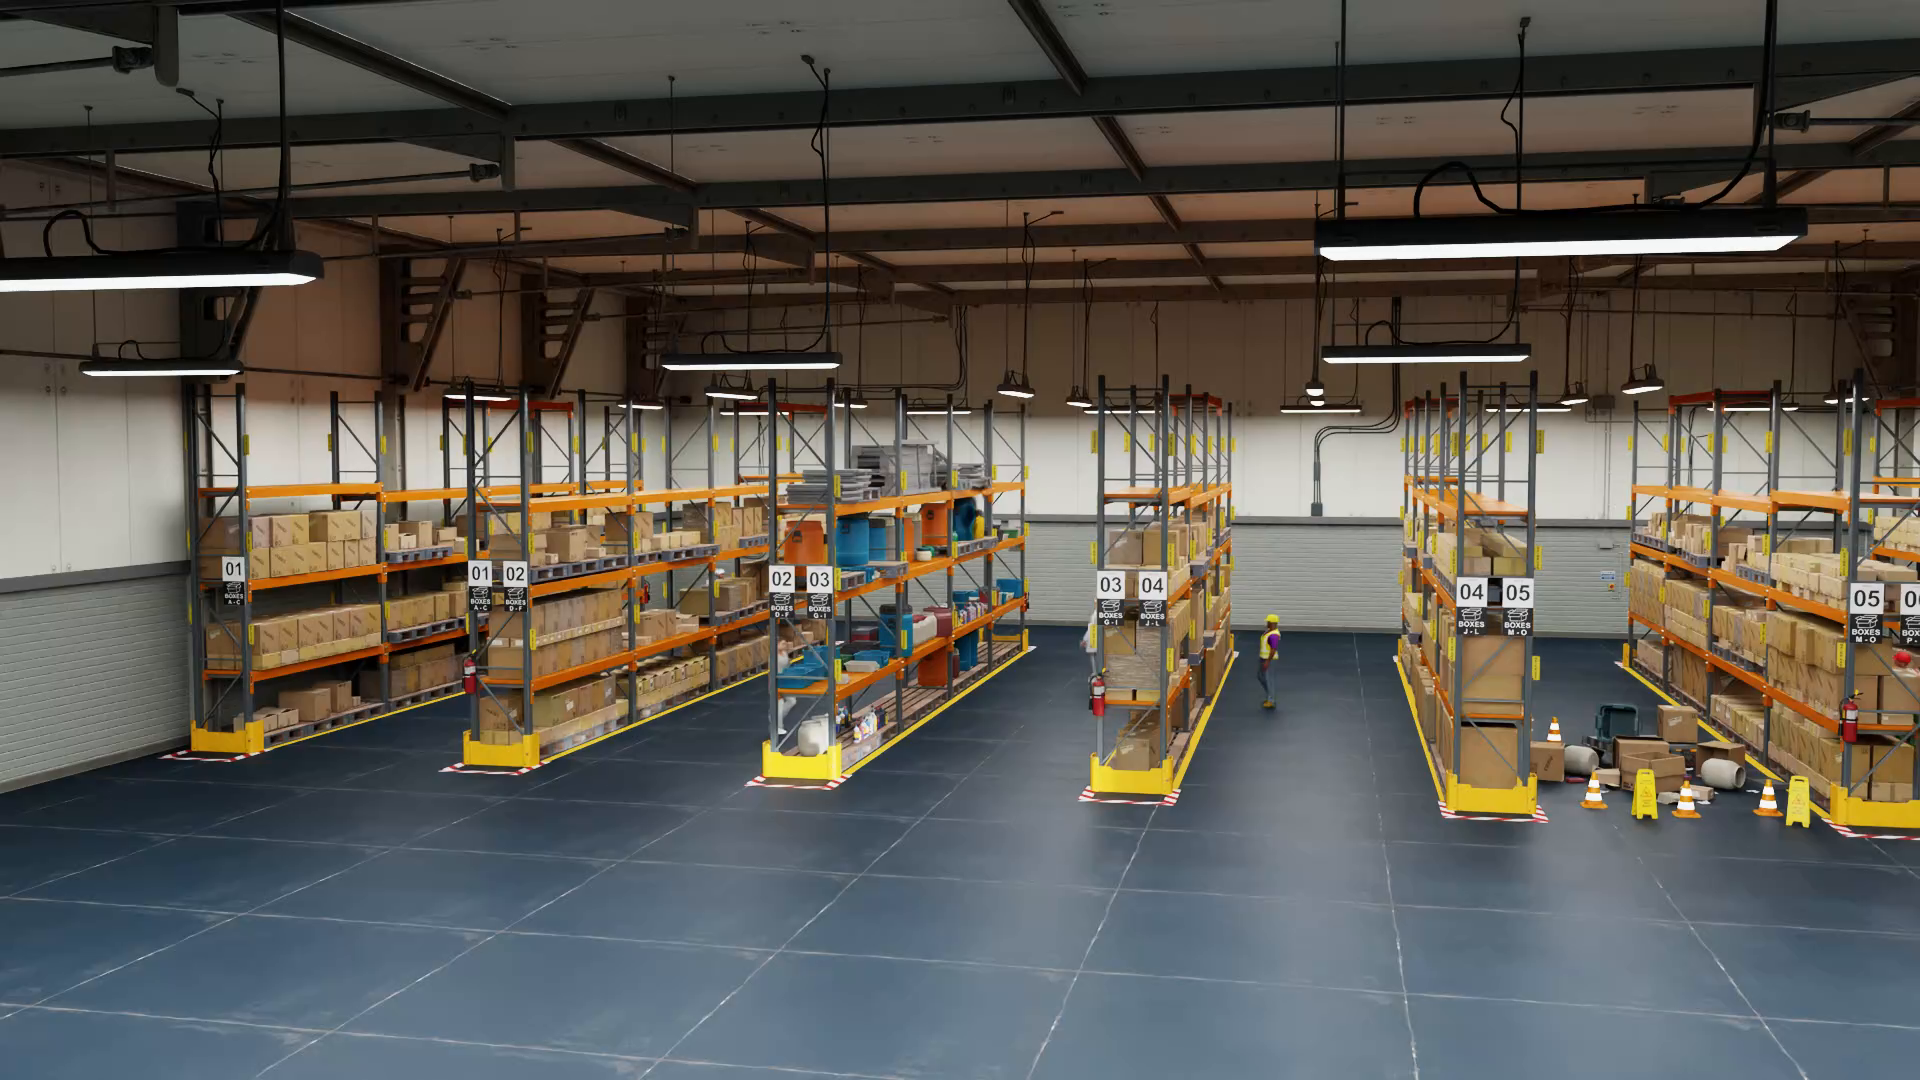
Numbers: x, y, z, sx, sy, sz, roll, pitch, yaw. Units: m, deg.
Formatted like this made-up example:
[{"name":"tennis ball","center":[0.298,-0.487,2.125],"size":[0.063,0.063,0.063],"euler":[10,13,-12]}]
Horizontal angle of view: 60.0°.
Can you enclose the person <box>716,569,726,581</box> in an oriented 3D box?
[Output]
[{"name":"person","center":[-6.302,1.633,43.944],"size":[0.967,1.738,0.575],"euler":[2,4,31]}]

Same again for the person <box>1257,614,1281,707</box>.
[{"name":"person","center":[5.906,2.308,31.881],"size":[0.449,1.787,0.679],"euler":[-1,3,-10]}]

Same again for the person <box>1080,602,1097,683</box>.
[{"name":"person","center":[2.803,2.138,34.655],"size":[0.623,1.809,0.513],"euler":[-2,4,-34]}]

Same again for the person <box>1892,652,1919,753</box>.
[{"name":"person","center":[14.915,2.634,26.234],"size":[0.756,1.750,0.600],"euler":[1,3,18]}]

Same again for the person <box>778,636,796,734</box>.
[{"name":"person","center":[-3.095,2.509,28.906],"size":[0.533,1.674,0.569],"euler":[2,4,32]}]
